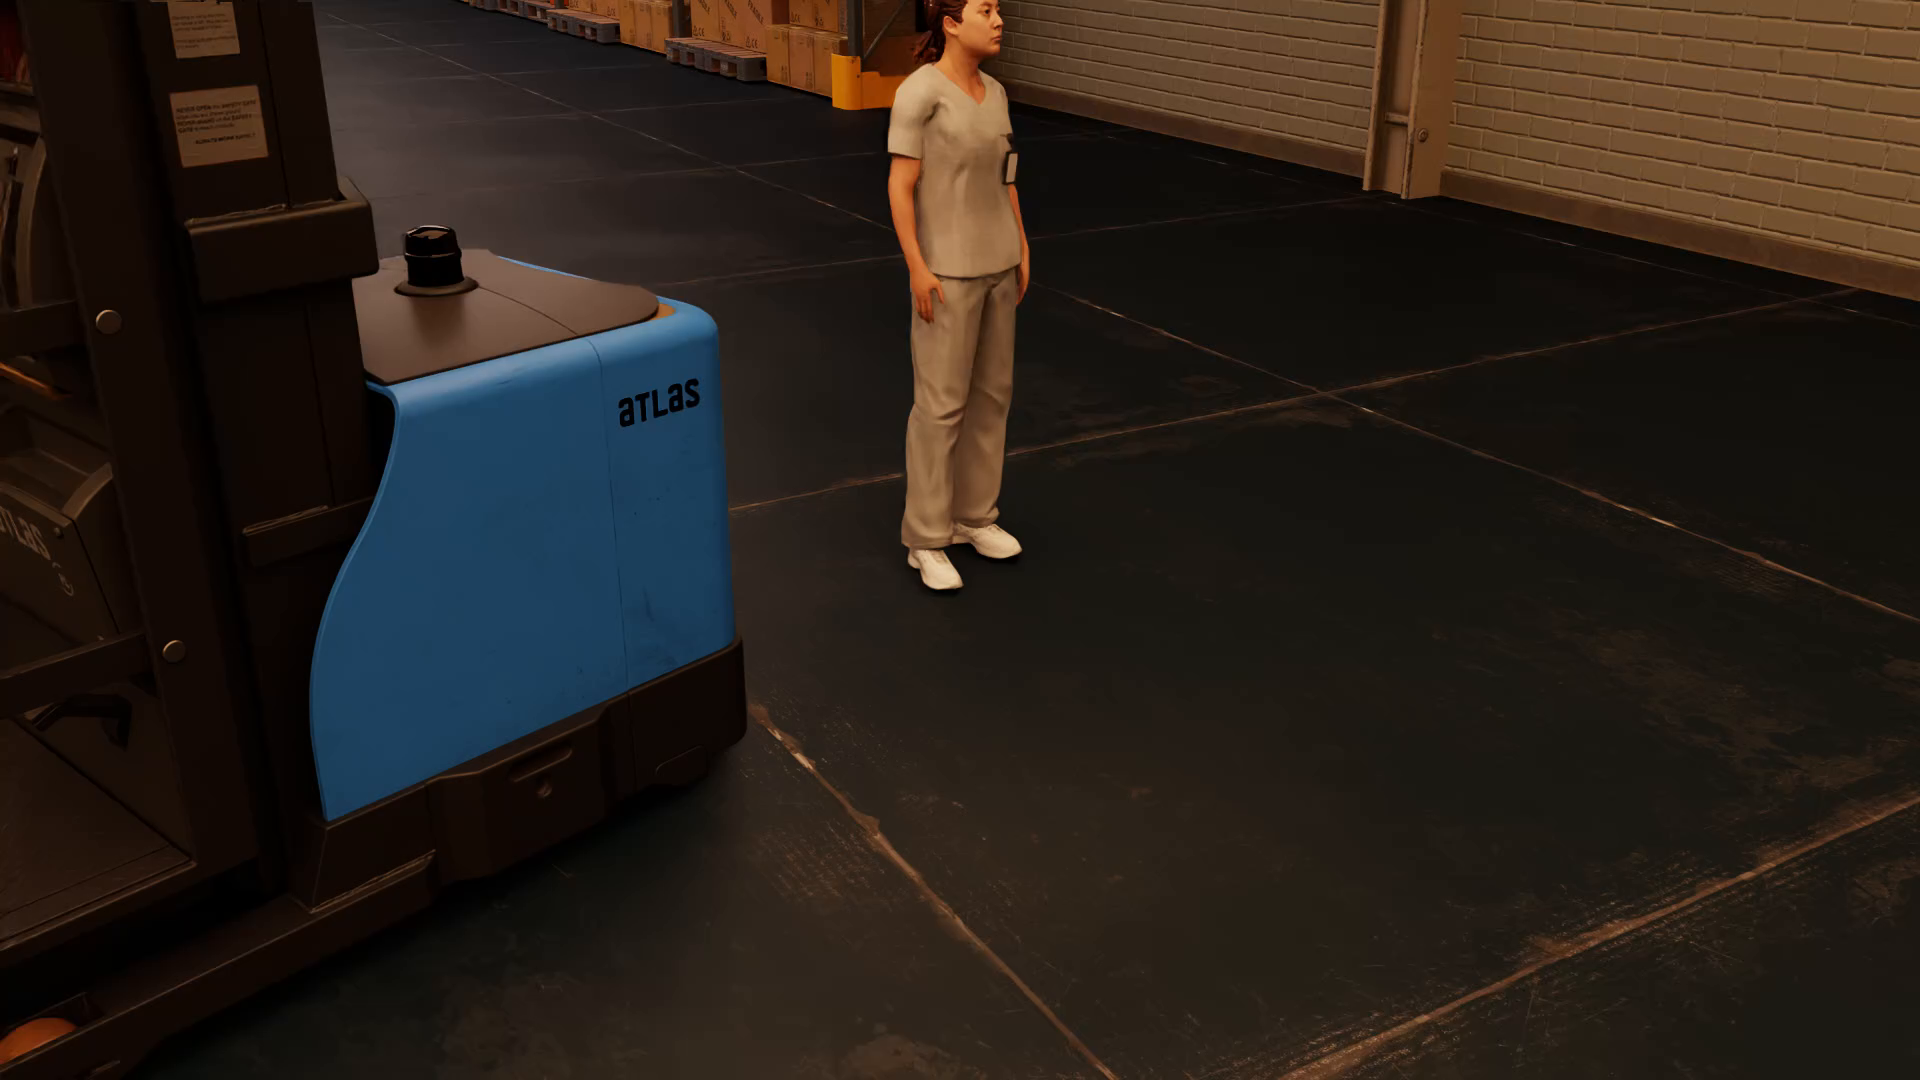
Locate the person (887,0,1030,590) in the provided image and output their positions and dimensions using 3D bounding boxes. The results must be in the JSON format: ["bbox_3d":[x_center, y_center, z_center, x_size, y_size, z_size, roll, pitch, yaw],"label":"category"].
[{"bbox_3d":[0.005,-0.746,4.761,0.444,1.667,0.618,18,28,37],"label":"person"}]

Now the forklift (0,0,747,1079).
[{"bbox_3d":[-1.842,-0.548,2.608,1.130,2.935,3.031,18,29,37],"label":"forklift"}]
